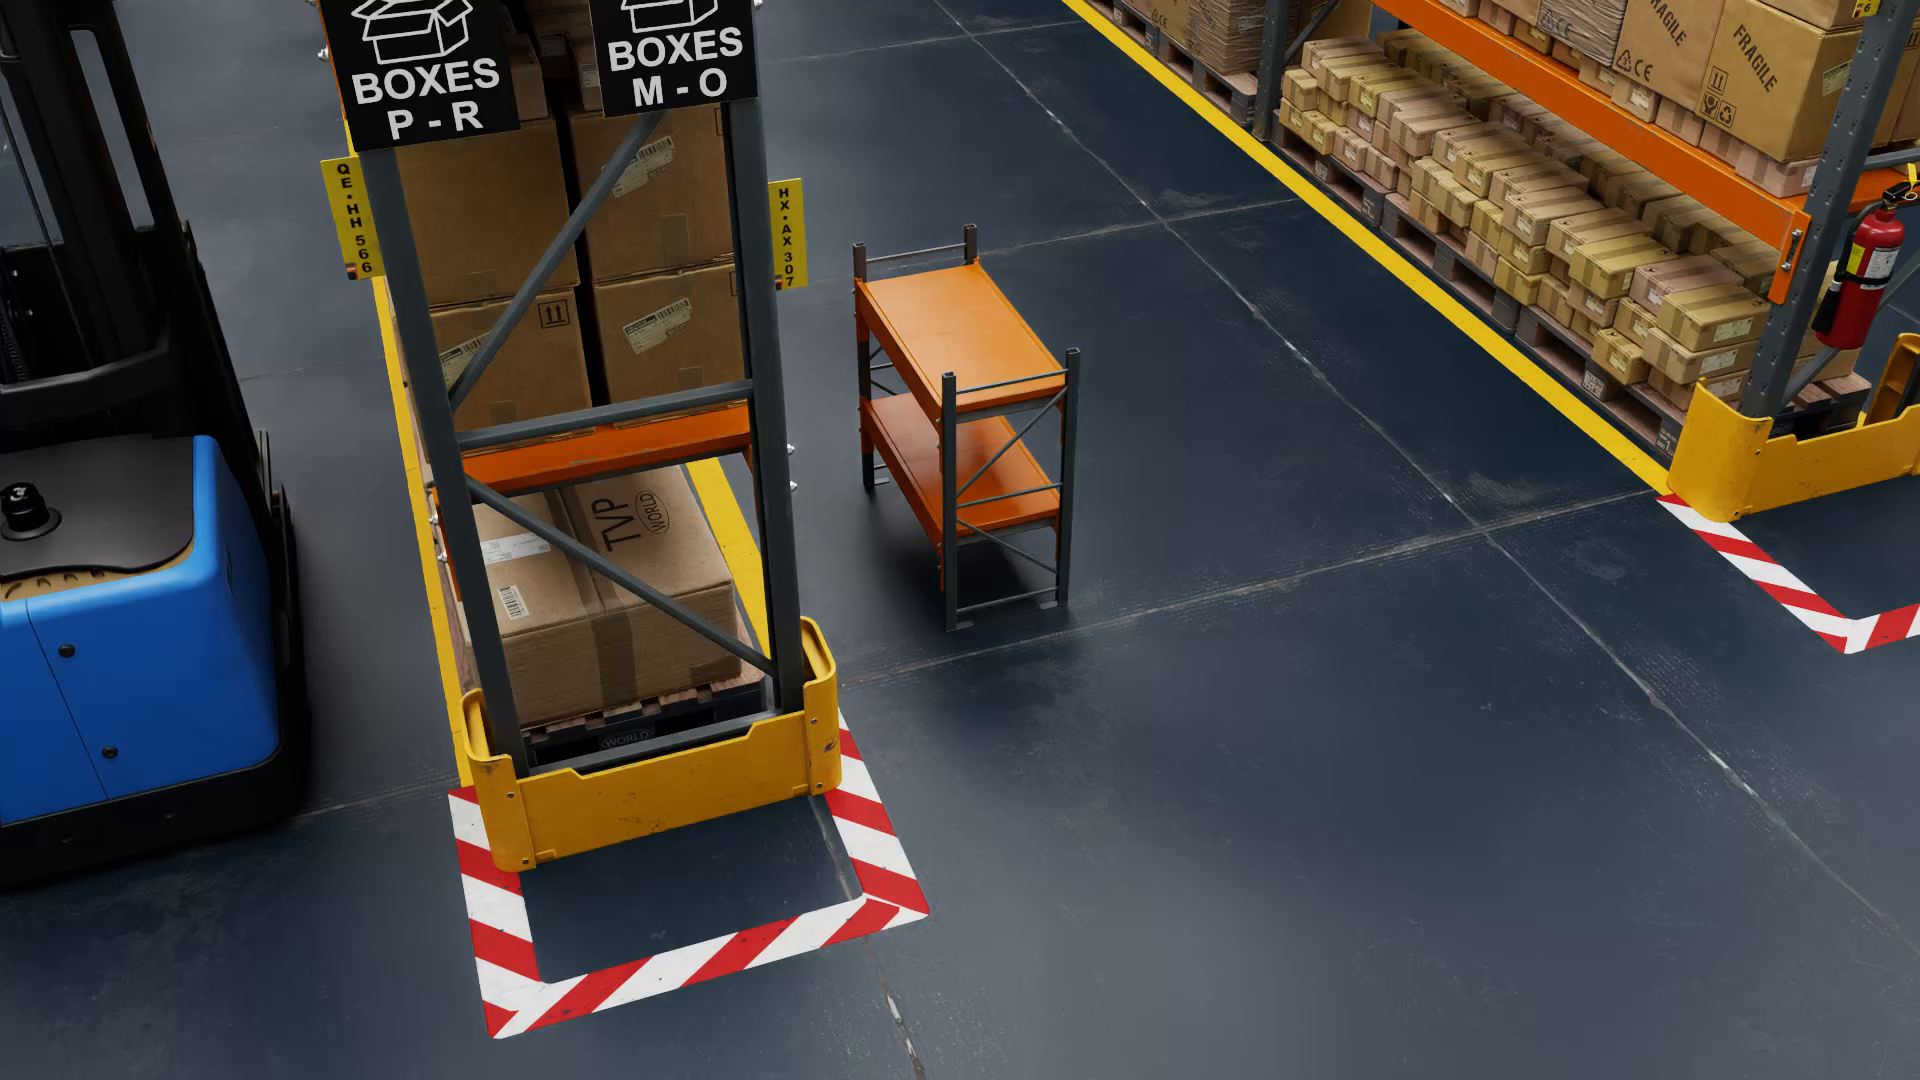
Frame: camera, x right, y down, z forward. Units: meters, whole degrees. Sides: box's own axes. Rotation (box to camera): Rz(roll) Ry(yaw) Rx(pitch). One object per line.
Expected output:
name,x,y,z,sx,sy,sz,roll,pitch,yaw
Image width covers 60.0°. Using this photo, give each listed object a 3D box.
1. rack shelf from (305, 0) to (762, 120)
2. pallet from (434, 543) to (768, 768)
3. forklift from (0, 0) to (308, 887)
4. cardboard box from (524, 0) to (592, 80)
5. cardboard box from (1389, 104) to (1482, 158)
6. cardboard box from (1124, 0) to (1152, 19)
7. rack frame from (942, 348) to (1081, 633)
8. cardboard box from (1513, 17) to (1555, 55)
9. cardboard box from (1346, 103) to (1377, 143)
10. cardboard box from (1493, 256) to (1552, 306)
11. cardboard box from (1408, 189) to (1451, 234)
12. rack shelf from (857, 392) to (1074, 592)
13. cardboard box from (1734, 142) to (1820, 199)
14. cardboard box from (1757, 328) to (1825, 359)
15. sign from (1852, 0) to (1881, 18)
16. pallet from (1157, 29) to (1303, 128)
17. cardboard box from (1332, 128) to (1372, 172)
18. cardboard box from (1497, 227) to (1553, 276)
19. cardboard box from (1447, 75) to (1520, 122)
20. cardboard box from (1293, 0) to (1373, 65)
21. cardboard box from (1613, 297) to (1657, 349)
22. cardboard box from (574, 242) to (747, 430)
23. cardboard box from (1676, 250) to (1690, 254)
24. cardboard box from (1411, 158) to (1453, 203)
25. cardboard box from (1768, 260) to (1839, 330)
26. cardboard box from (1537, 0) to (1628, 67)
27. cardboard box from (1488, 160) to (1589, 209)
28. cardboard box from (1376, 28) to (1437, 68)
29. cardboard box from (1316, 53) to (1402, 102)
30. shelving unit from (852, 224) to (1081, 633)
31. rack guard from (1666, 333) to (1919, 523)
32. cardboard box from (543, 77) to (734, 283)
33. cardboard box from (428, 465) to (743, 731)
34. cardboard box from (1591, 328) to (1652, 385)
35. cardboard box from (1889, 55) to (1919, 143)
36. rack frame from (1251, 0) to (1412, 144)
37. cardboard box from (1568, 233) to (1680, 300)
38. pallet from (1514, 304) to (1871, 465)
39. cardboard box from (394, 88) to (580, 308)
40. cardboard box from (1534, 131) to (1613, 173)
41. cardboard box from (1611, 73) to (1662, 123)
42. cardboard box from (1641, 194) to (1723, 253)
rack shelf,-1.688,-2.391,5.536,1.077,0.370,4.000,-12,39,-16
pallet,-1.348,0.328,6.139,1.003,0.211,1.213,-12,39,-16
forklift,-3.167,-0.963,5.593,1.130,2.935,3.031,-13,39,-16
cardboard box,-1.019,-1.440,4.715,0.380,0.149,0.250,-12,38,-15
cardboard box,2.456,-2.117,8.594,0.380,0.149,0.250,-12,39,-15
cardboard box,1.397,-3.808,11.040,0.500,0.500,0.500,-13,39,-17
rack frame,0.177,-0.158,6.025,0.500,1.125,0.032,-12,39,-16
cardboard box,2.769,-2.350,7.585,0.380,0.149,0.250,-12,39,-15
cardboard box,2.350,-2.314,9.102,0.380,0.149,0.250,-13,39,-16
cardboard box,2.799,-1.275,7.970,0.380,0.149,0.250,-14,39,-18
cardboard box,2.545,-1.724,8.566,0.380,0.149,0.250,-13,39,-17
rack shelf,0.002,-0.250,6.554,0.538,0.278,1.000,-12,39,-16
cardboard box,3.236,-1.458,6.401,0.380,0.149,0.250,-12,39,-16
cardboard box,3.674,-0.929,7.264,0.380,0.149,0.250,-11,38,-14
sign,3.086,-1.917,5.577,0.100,0.325,0.005,-12,39,-16
pallet,1.968,-3.018,10.581,1.003,0.211,1.213,-12,39,-16
cardboard box,2.287,-2.169,9.156,0.380,0.149,0.250,-13,39,-16
cardboard box,2.793,-1.402,7.892,0.380,0.149,0.250,-12,39,-15
cardboard box,2.838,-2.373,8.934,0.380,0.149,0.250,-11,38,-14
cardboard box,2.232,-3.334,10.411,0.500,0.500,0.500,-11,38,-14
cardboard box,3.125,-0.978,7.328,0.380,0.149,0.250,-13,39,-17
cardboard box,-0.895,-0.721,5.131,0.500,0.500,0.500,-13,39,-16
cardboard box,3.479,-1.383,7.866,0.380,0.149,0.250,-11,38,-15
cardboard box,2.541,-1.845,8.480,0.380,0.149,0.250,-13,39,-16
cardboard box,3.752,-1.065,7.197,0.380,0.149,0.250,-14,39,-18
cardboard box,2.862,-2.368,7.070,0.500,0.500,0.500,-12,39,-16
cardboard box,2.792,-1.691,8.028,0.380,0.149,0.250,-14,39,-17
cardboard box,2.604,-2.811,9.515,0.380,0.149,0.250,-11,38,-15
cardboard box,2.200,-2.553,9.172,0.380,0.149,0.250,-11,38,-14
shelving unit,0.002,-0.445,6.407,0.538,1.125,1.048,-12,39,-16
rack guard,3.588,-0.477,6.967,1.175,0.500,0.348,-12,39,-16
cardboard box,-0.897,-1.120,4.829,0.500,0.500,0.500,-13,39,-17
cardboard box,-1.320,0.153,5.834,0.875,0.438,0.875,-14,39,-17
cardboard box,3.053,-0.840,7.392,0.380,0.149,0.250,-11,38,-15
cardboard box,3.719,-1.902,6.451,0.500,0.500,0.500,-11,38,-14
rack frame,2.237,-3.692,9.158,1.000,3.000,0.127,-12,39,-16
cardboard box,2.953,-1.219,7.402,0.380,0.149,0.250,-13,39,-17
pallet,3.341,-0.828,7.673,1.003,0.211,1.213,-12,39,-16
cardboard box,-1.389,-1.013,4.687,0.500,0.500,0.500,-11,38,-14
cardboard box,3.105,-1.927,8.341,0.380,0.149,0.250,-12,39,-16
cardboard box,2.976,-1.884,6.966,0.380,0.149,0.250,-11,38,-15
cardboard box,3.415,-1.488,7.758,0.380,0.149,0.250,-14,39,-18
